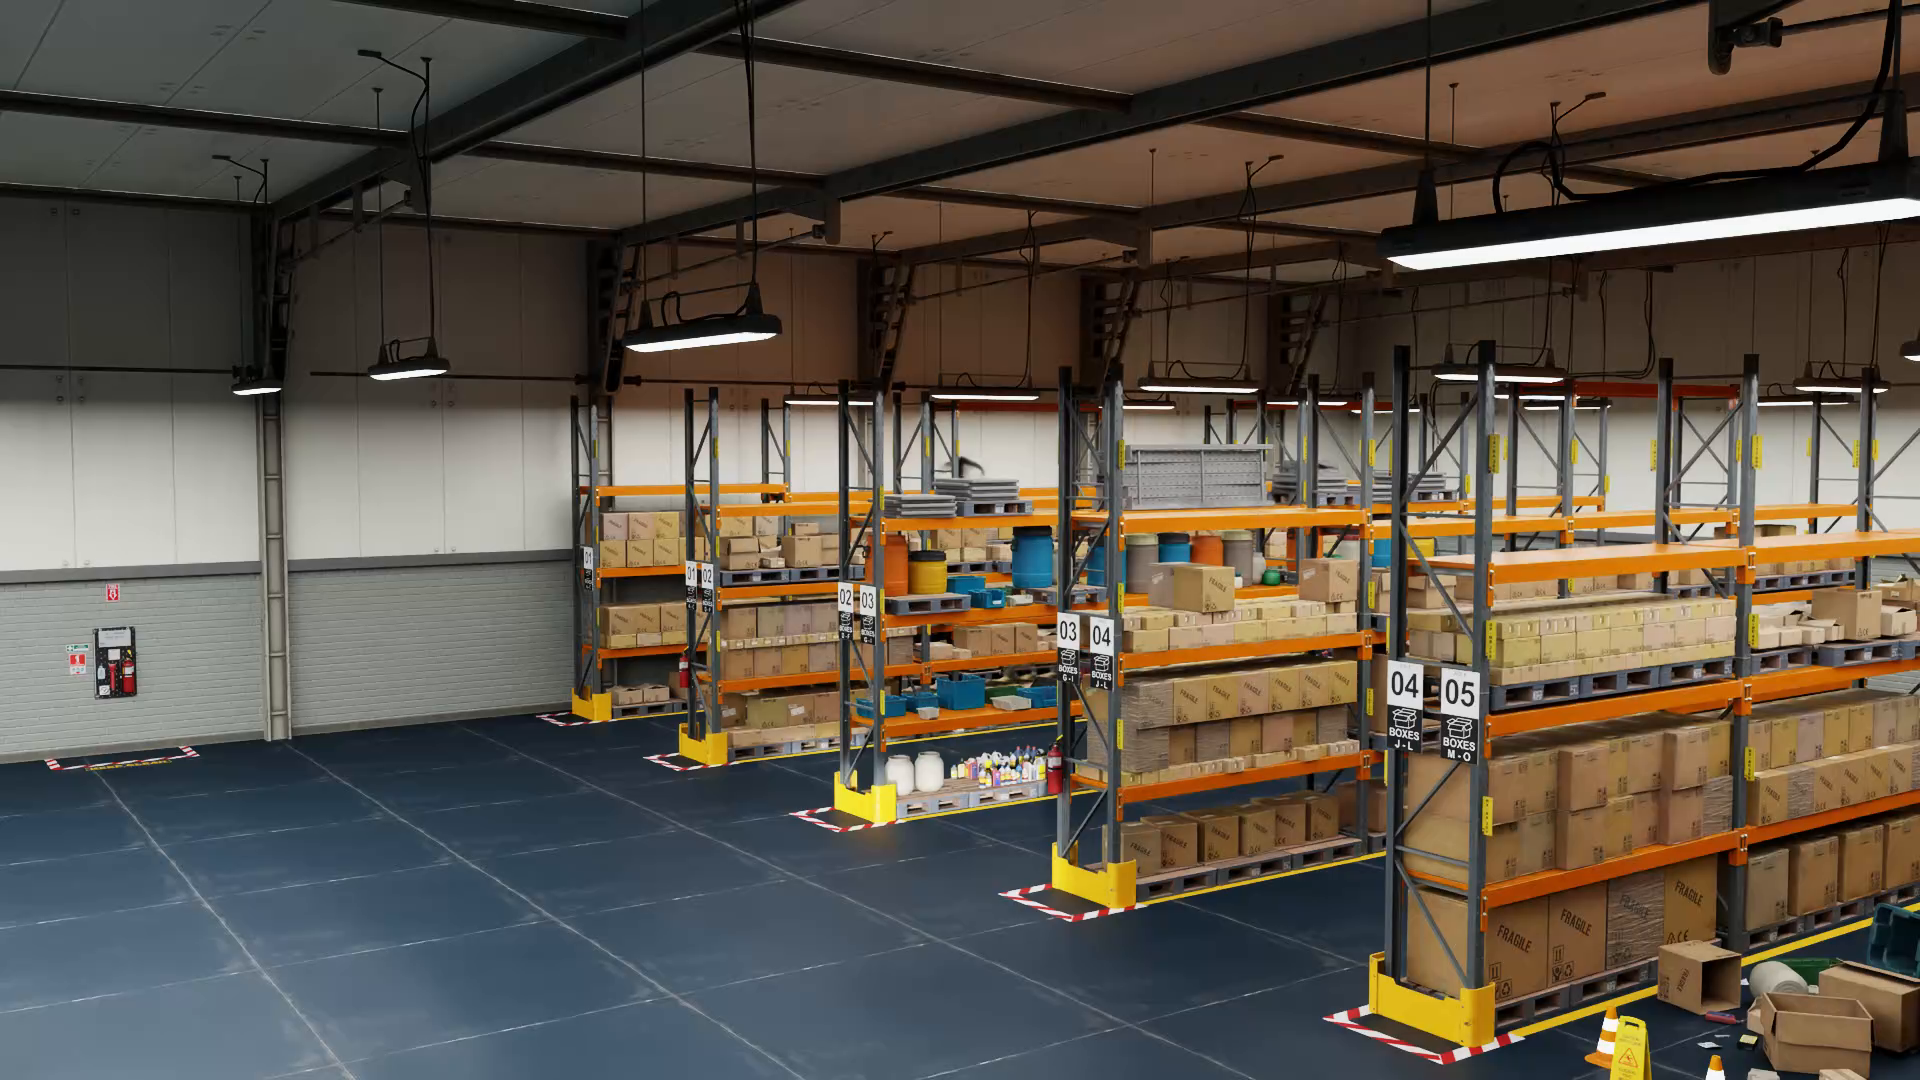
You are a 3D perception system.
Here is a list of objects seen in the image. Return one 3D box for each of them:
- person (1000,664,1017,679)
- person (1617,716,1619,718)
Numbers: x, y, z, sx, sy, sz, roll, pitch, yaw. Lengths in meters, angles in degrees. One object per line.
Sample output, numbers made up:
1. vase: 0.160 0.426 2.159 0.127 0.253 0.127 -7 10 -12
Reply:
1. person: 0.993 2.454 32.173 0.659 1.633 0.979 3 5 44
2. person: 8.566 3.007 21.460 0.876 1.730 0.711 -1 4 -22
